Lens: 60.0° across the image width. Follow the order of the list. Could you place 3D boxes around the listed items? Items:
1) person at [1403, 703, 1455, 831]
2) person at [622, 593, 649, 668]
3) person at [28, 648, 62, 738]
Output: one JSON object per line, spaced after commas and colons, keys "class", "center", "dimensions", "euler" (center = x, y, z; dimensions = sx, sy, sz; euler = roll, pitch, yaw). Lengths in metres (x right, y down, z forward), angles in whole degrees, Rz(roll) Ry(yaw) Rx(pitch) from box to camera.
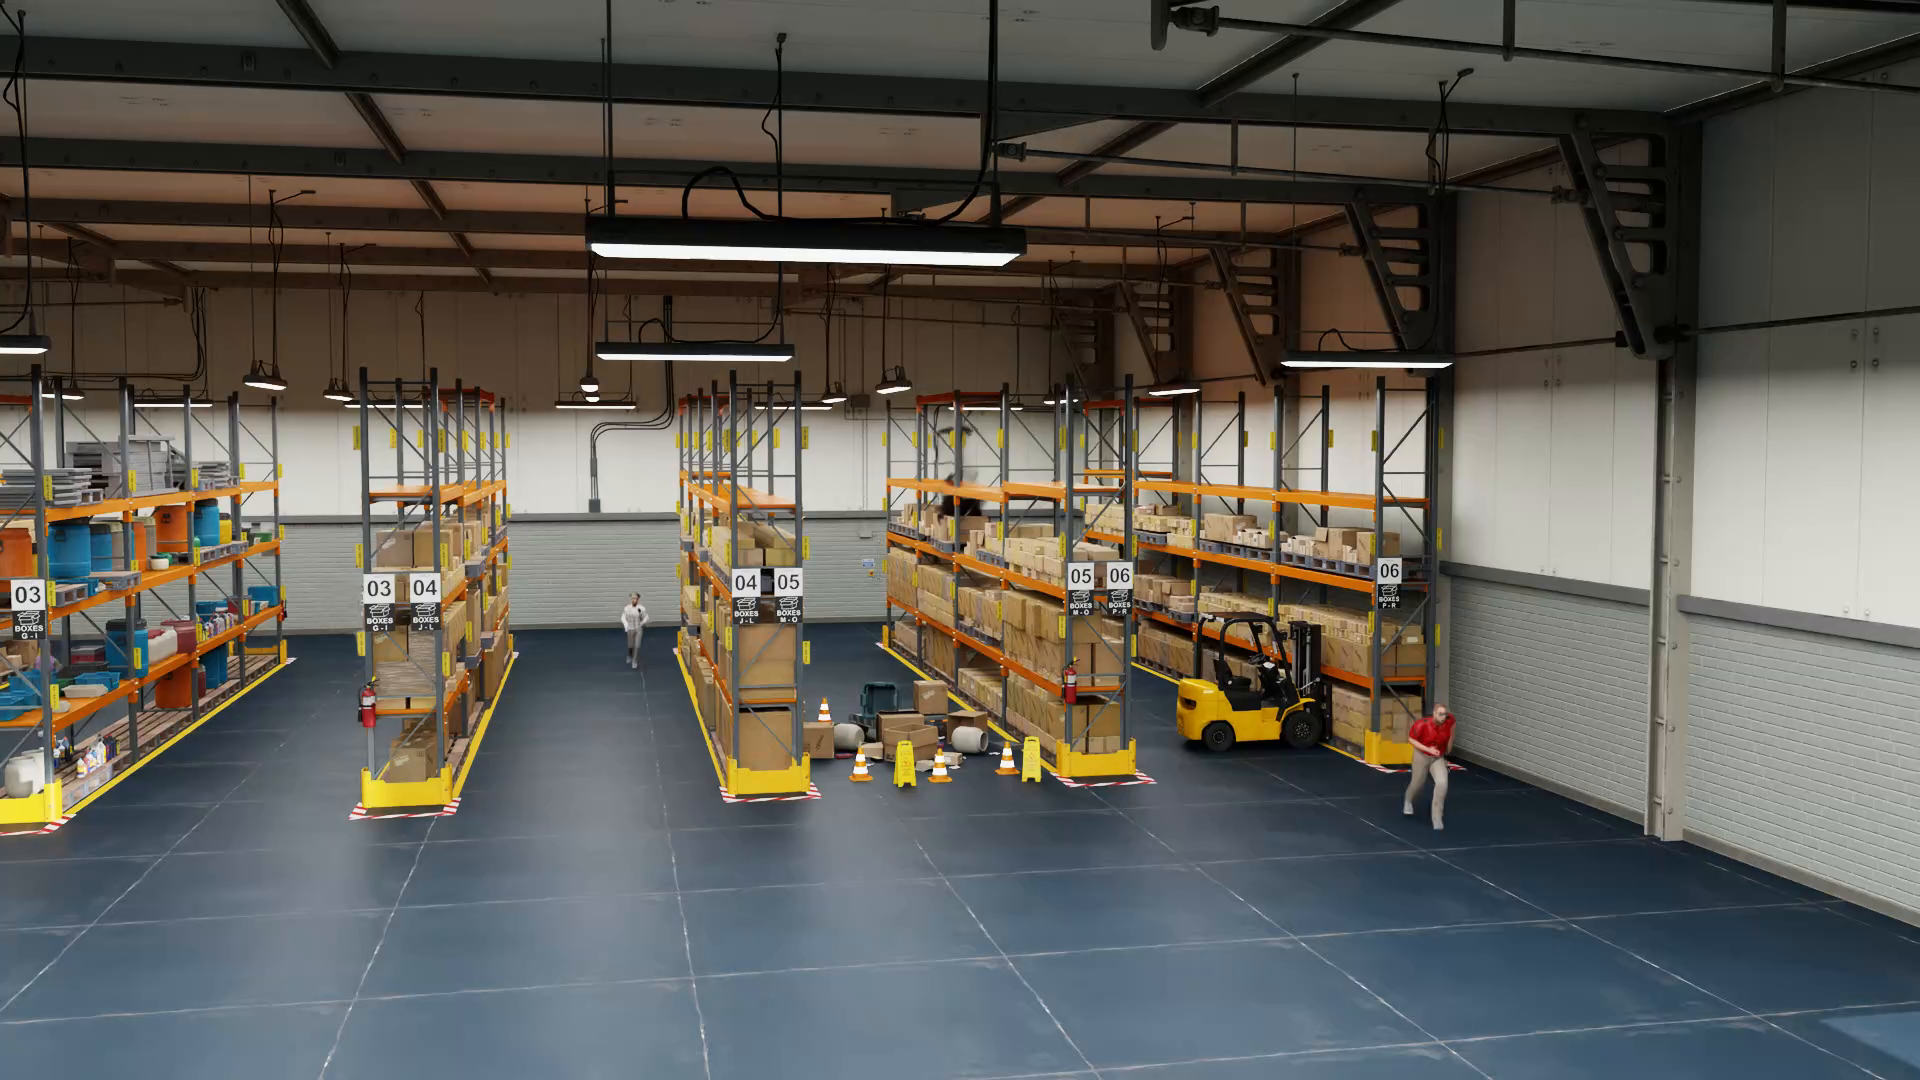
{"class": "person", "center": [6.115, 2.922, 21.777], "dimensions": [0.707, 1.697, 1.005], "euler": [-1, 3, -11]}
{"class": "person", "center": [-7.176, 1.990, 36.771], "dimensions": [0.604, 1.669, 0.566], "euler": [0, 3, -8]}
{"class": "person", "center": [-15.604, 2.555, 28.421], "dimensions": [0.551, 1.576, 0.767], "euler": [-1, 3, -12]}
